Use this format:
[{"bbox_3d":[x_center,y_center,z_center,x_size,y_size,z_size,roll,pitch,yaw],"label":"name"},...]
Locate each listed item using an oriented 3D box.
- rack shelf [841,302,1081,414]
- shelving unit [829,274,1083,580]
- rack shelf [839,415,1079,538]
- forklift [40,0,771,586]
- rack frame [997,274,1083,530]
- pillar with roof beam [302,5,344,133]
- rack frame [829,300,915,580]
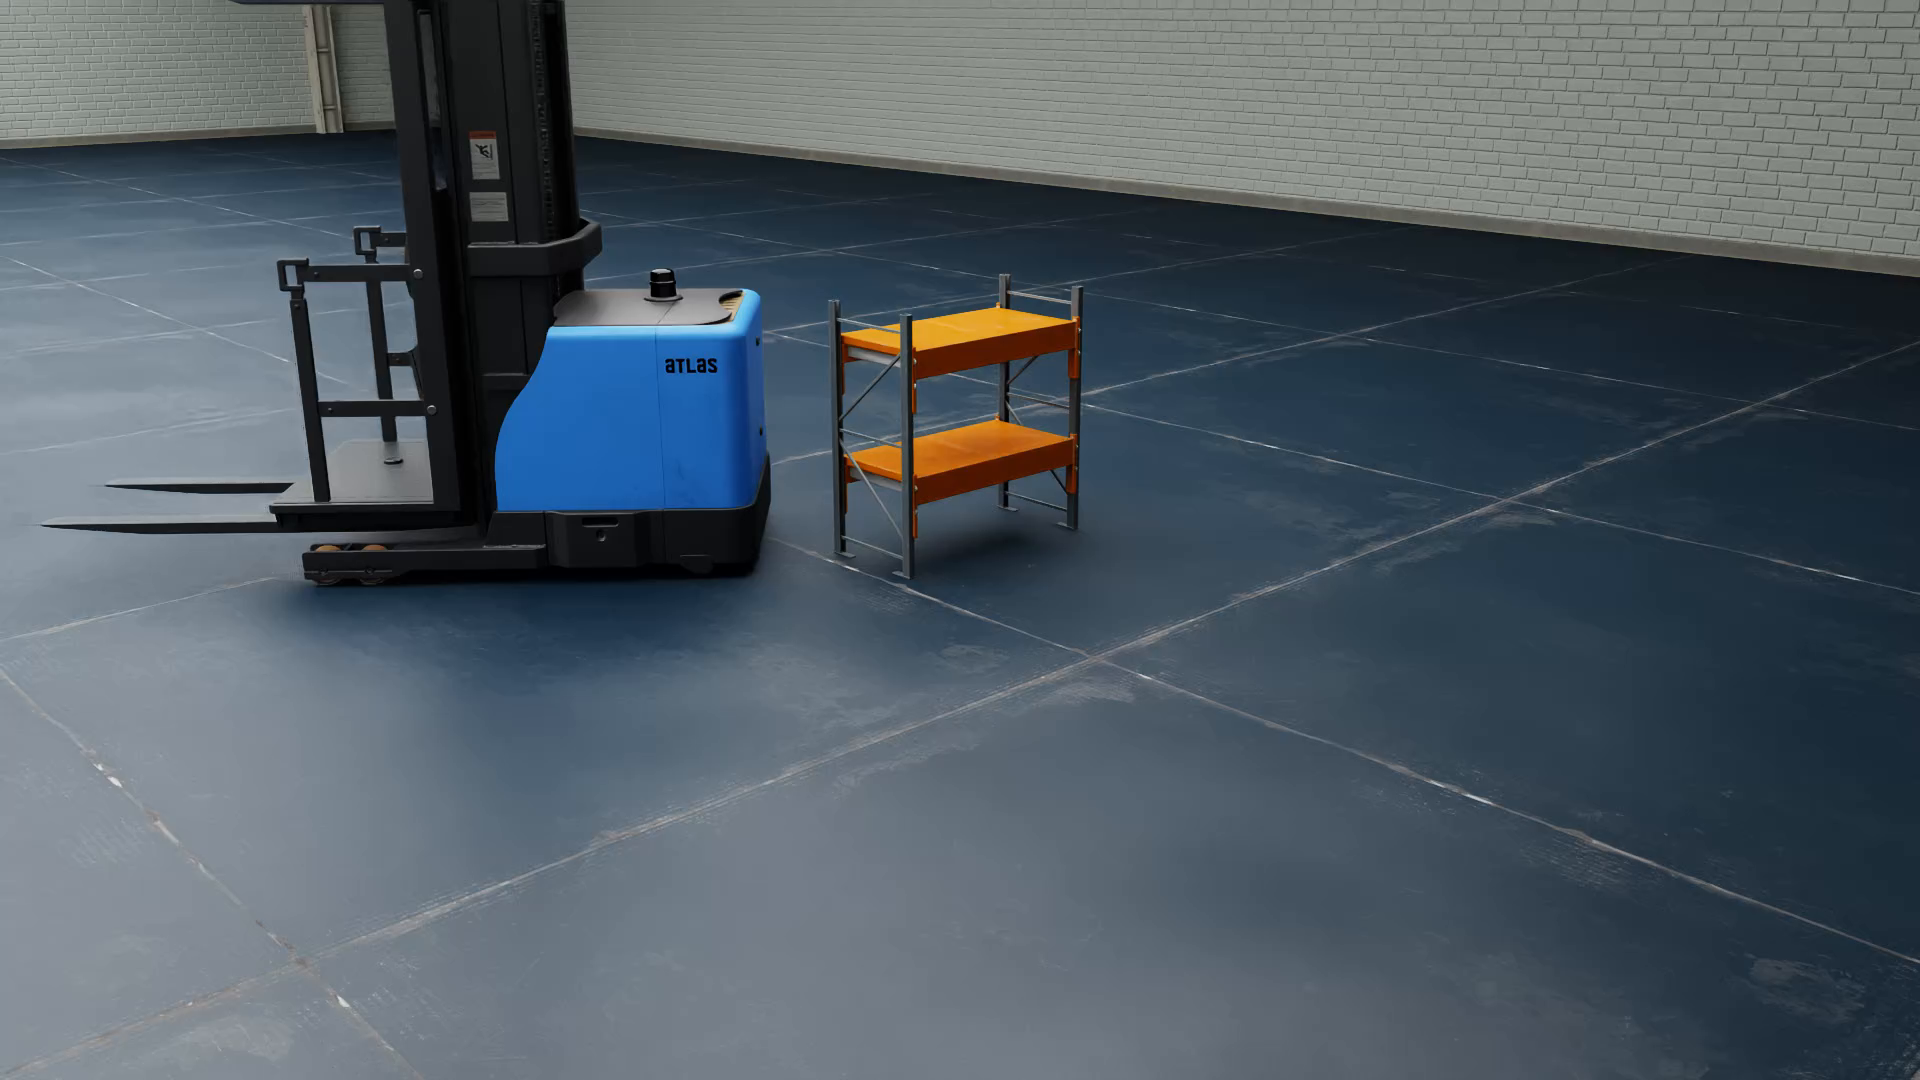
[{"bbox_3d":[-0.005,-0.812,7.288,1.000,0.278,0.538,-16,24,-41],"label":"rack shelf"},{"bbox_3d":[-0.005,-0.534,7.378,1.048,1.125,0.538,-16,24,-41],"label":"shelving unit"},{"bbox_3d":[-0.005,-0.301,7.454,1.000,0.278,0.538,-16,24,-41],"label":"rack shelf"},{"bbox_3d":[-2.396,-1.370,7.028,3.031,2.935,1.130,-1,18,-2],"label":"forklift"},{"bbox_3d":[0.364,-0.641,7.711,0.032,1.125,0.500,-16,24,-41],"label":"rack frame"},{"bbox_3d":[-8.772,-10.905,26.600,0.400,9.000,9.100,-16,24,-41],"label":"pillar with roof beam"},{"bbox_3d":[-0.374,-0.426,7.046,0.032,1.125,0.500,-16,24,-41],"label":"rack frame"}]
